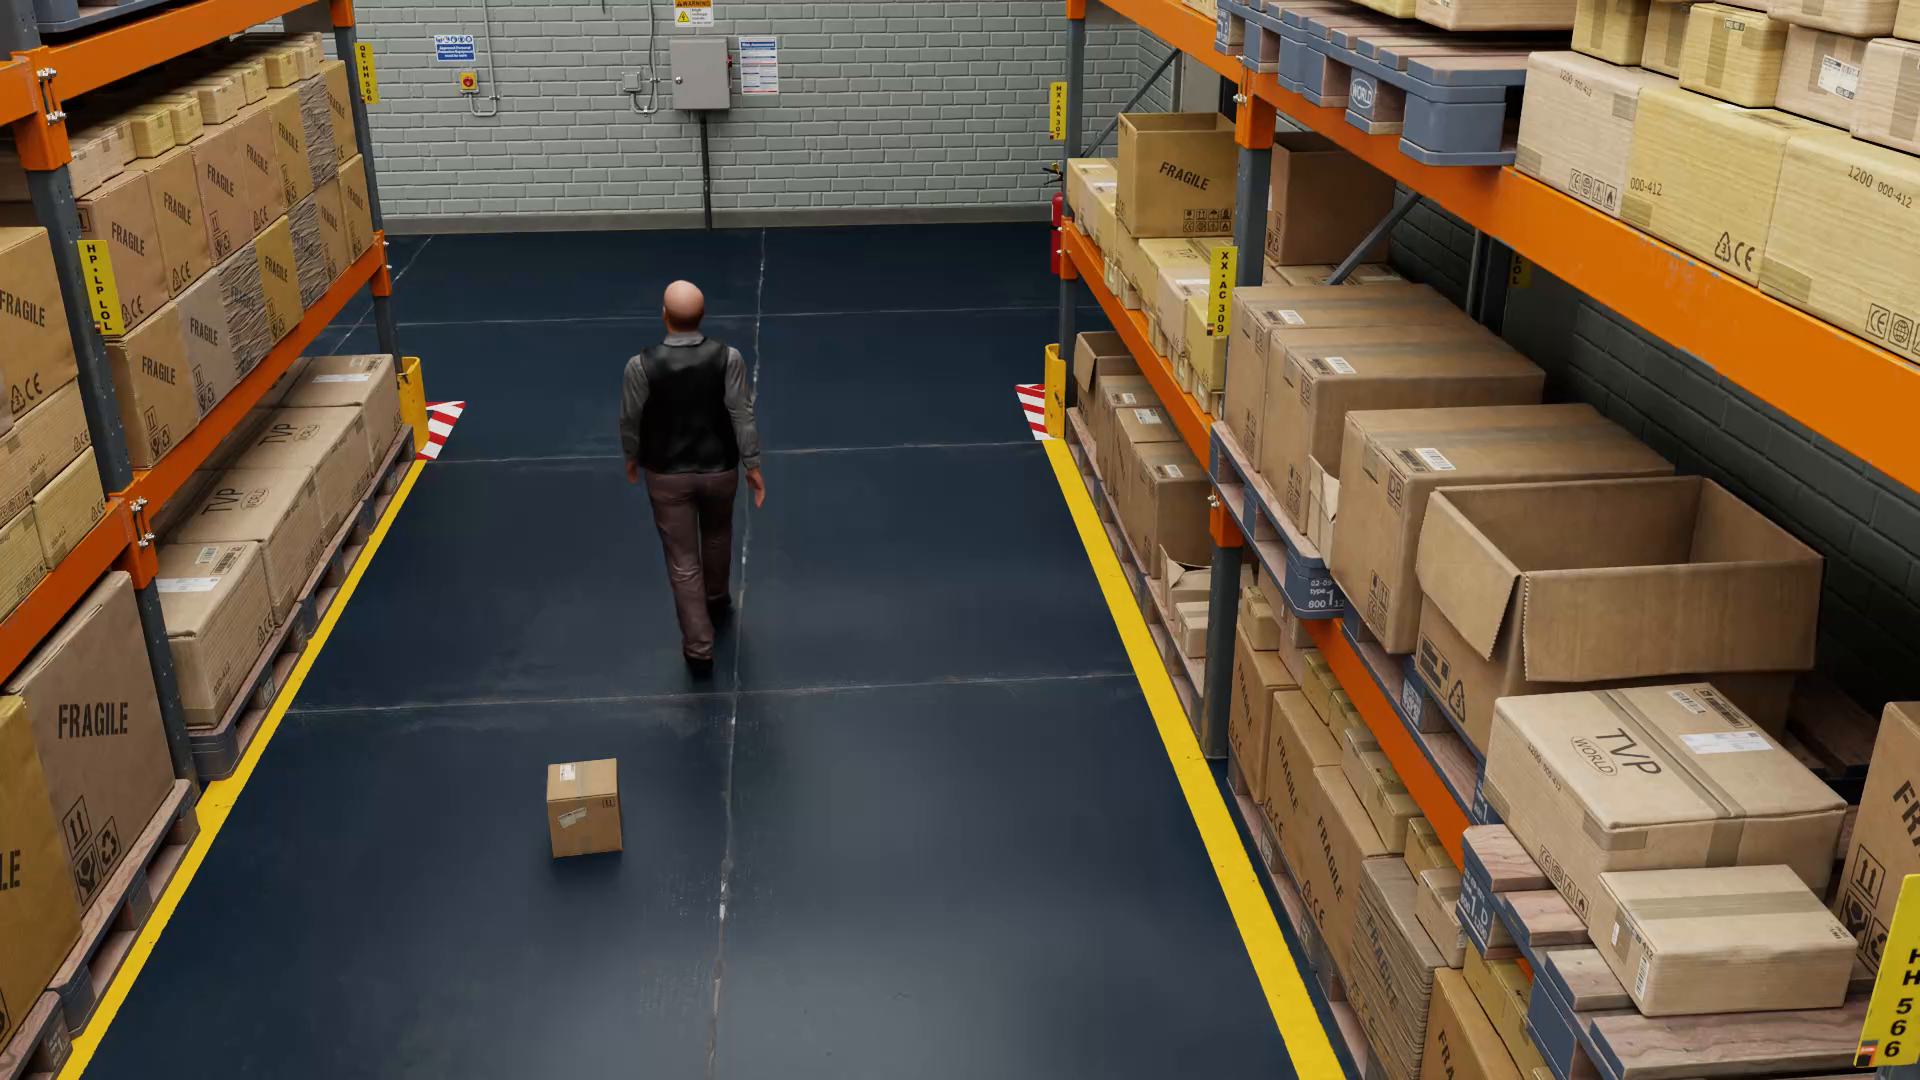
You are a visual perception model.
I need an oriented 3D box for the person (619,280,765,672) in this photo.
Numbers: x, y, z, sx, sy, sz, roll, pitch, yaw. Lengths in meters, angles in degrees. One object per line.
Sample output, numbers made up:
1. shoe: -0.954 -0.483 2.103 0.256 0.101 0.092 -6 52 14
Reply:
1. person: -1.207 -0.326 7.375 0.580 1.722 0.865 -9 25 -19
